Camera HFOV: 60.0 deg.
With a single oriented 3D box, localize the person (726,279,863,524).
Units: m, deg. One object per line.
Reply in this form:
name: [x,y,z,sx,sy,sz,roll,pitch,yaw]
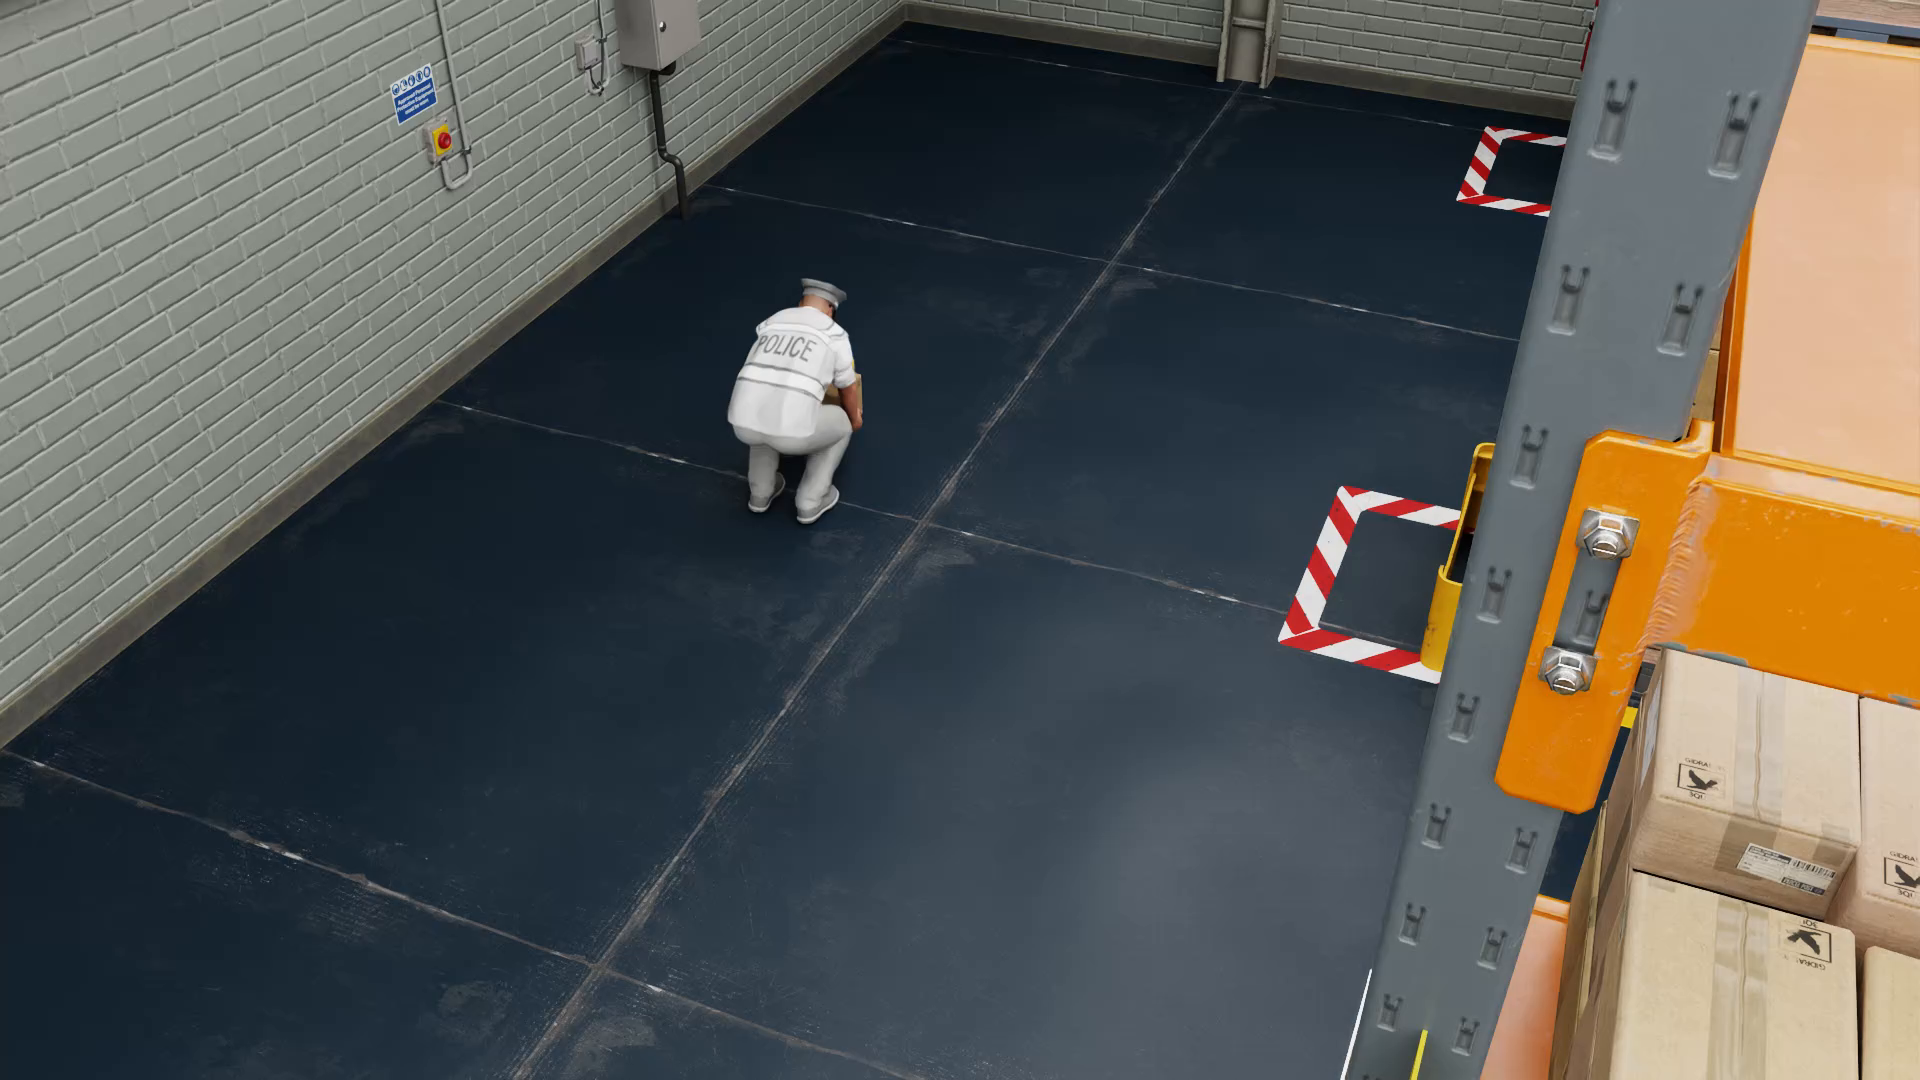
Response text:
person: [-0.801,-0.688,8.327,0.539,1.022,1.002,13,39,16]
